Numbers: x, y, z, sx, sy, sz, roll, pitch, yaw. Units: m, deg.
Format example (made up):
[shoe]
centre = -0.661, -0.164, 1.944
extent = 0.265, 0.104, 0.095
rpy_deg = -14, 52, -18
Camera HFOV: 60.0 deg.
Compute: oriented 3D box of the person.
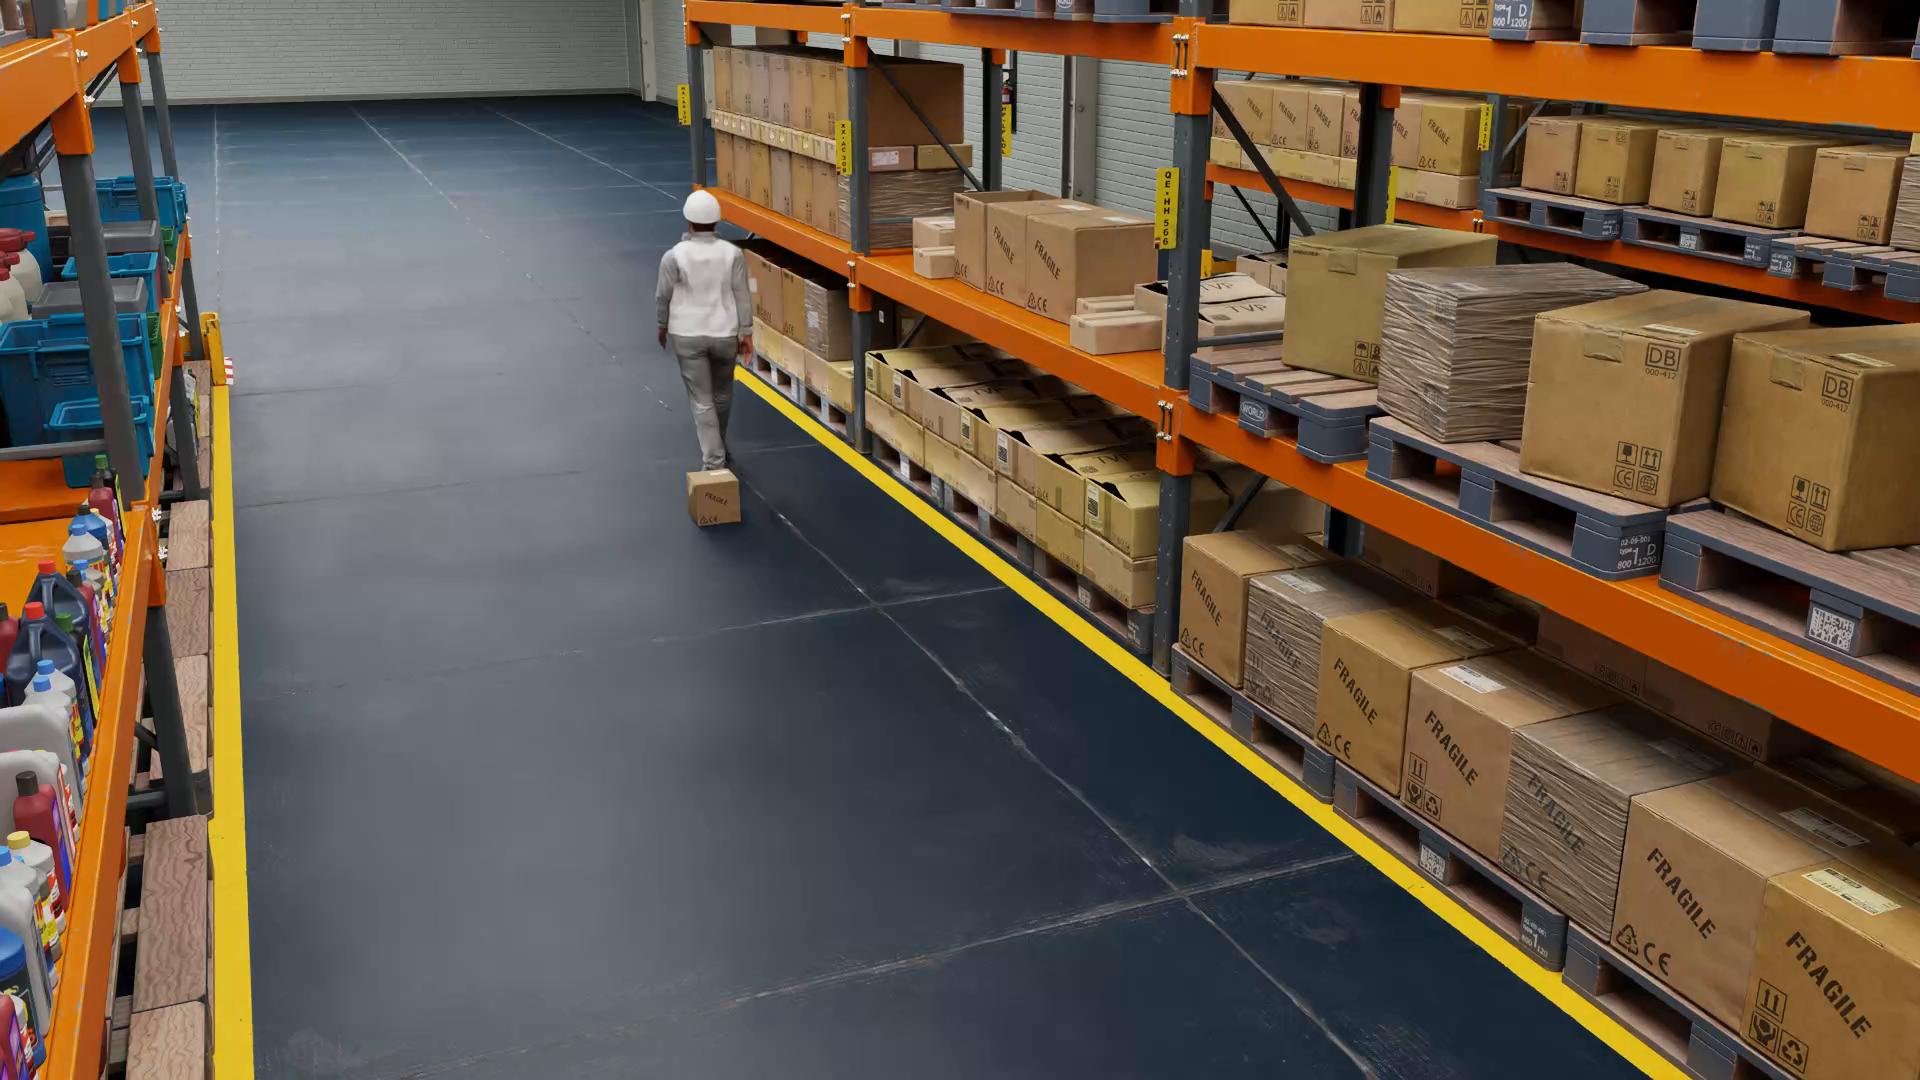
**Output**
[person]
centre = -1.618, -1.315, 10.361
extent = 0.565, 1.728, 0.955
rpy_deg = -7, 20, -20
